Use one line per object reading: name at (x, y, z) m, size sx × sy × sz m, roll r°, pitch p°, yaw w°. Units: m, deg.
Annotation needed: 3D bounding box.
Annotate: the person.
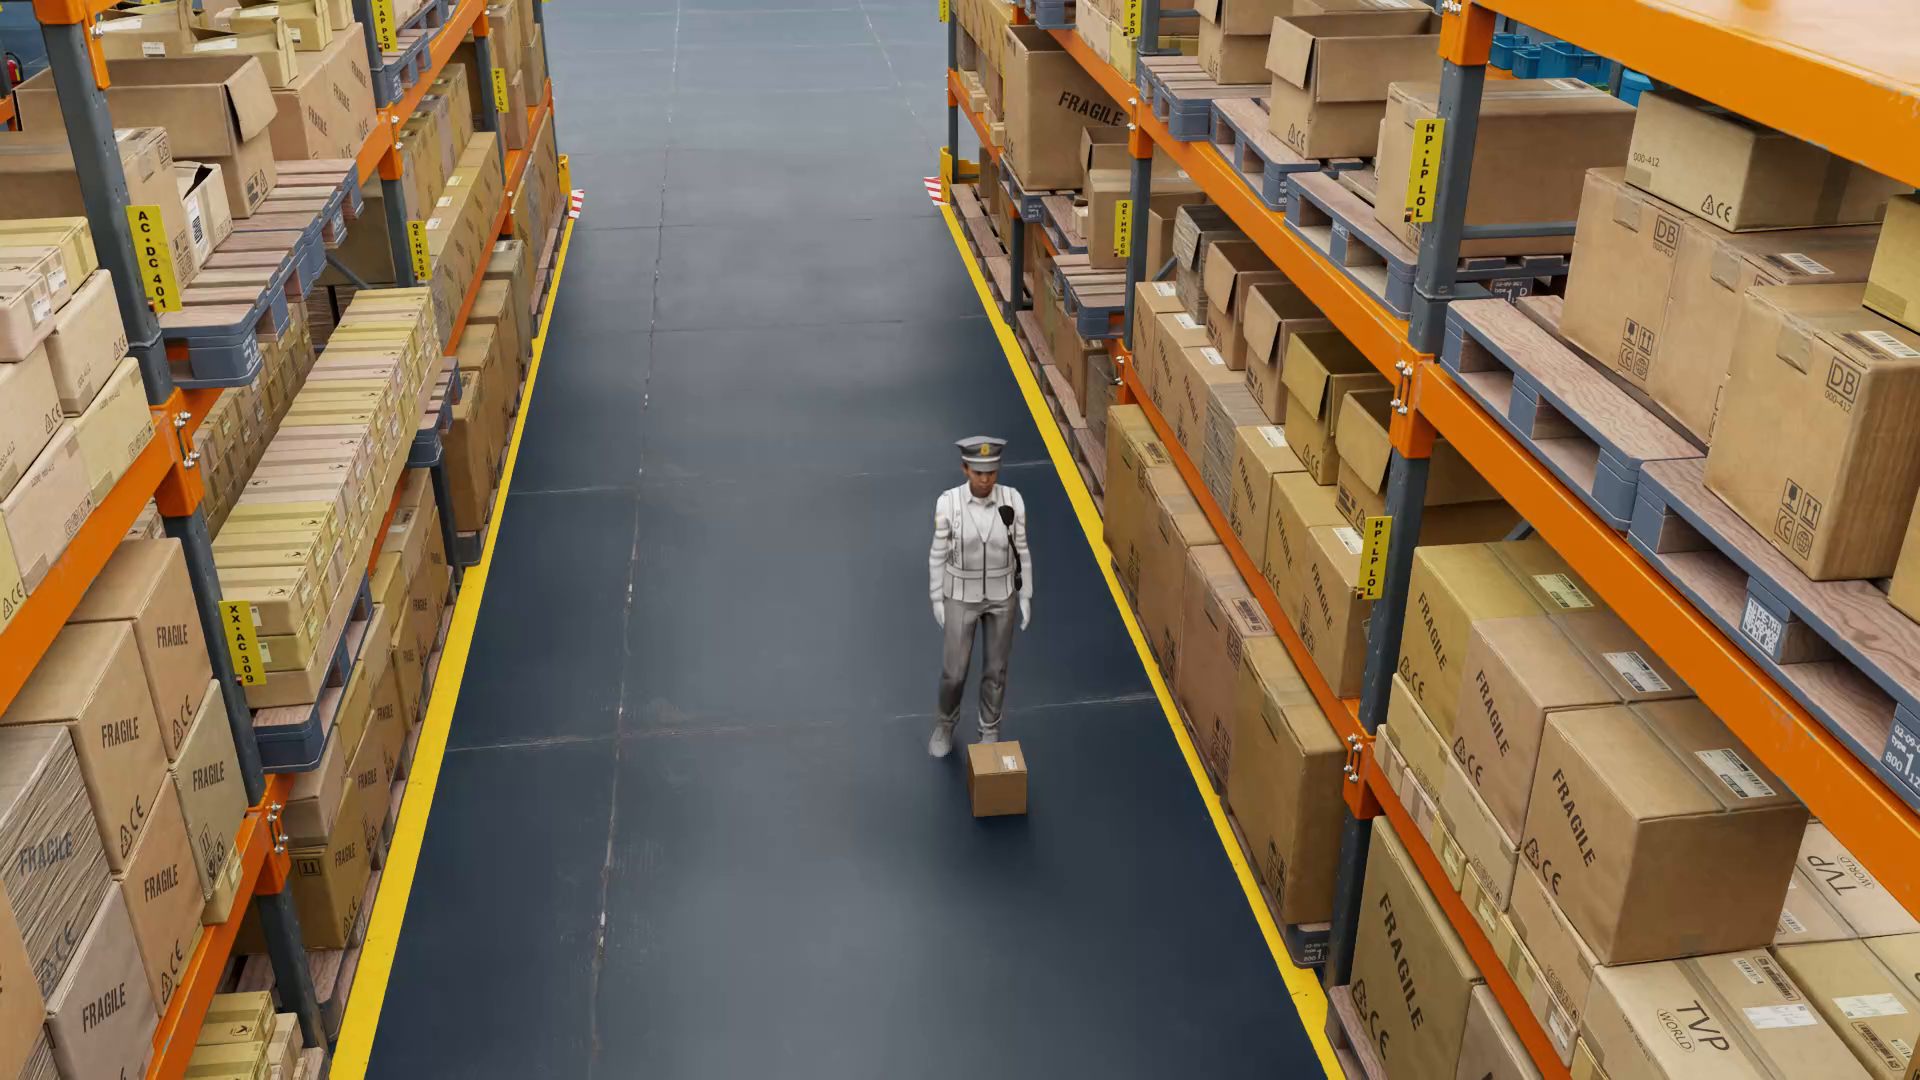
person at (0.099, 0.309, 8.019) m, size 0.517 × 1.728 × 0.411 m, roll -4°, pitch 28°, yaw -8°
